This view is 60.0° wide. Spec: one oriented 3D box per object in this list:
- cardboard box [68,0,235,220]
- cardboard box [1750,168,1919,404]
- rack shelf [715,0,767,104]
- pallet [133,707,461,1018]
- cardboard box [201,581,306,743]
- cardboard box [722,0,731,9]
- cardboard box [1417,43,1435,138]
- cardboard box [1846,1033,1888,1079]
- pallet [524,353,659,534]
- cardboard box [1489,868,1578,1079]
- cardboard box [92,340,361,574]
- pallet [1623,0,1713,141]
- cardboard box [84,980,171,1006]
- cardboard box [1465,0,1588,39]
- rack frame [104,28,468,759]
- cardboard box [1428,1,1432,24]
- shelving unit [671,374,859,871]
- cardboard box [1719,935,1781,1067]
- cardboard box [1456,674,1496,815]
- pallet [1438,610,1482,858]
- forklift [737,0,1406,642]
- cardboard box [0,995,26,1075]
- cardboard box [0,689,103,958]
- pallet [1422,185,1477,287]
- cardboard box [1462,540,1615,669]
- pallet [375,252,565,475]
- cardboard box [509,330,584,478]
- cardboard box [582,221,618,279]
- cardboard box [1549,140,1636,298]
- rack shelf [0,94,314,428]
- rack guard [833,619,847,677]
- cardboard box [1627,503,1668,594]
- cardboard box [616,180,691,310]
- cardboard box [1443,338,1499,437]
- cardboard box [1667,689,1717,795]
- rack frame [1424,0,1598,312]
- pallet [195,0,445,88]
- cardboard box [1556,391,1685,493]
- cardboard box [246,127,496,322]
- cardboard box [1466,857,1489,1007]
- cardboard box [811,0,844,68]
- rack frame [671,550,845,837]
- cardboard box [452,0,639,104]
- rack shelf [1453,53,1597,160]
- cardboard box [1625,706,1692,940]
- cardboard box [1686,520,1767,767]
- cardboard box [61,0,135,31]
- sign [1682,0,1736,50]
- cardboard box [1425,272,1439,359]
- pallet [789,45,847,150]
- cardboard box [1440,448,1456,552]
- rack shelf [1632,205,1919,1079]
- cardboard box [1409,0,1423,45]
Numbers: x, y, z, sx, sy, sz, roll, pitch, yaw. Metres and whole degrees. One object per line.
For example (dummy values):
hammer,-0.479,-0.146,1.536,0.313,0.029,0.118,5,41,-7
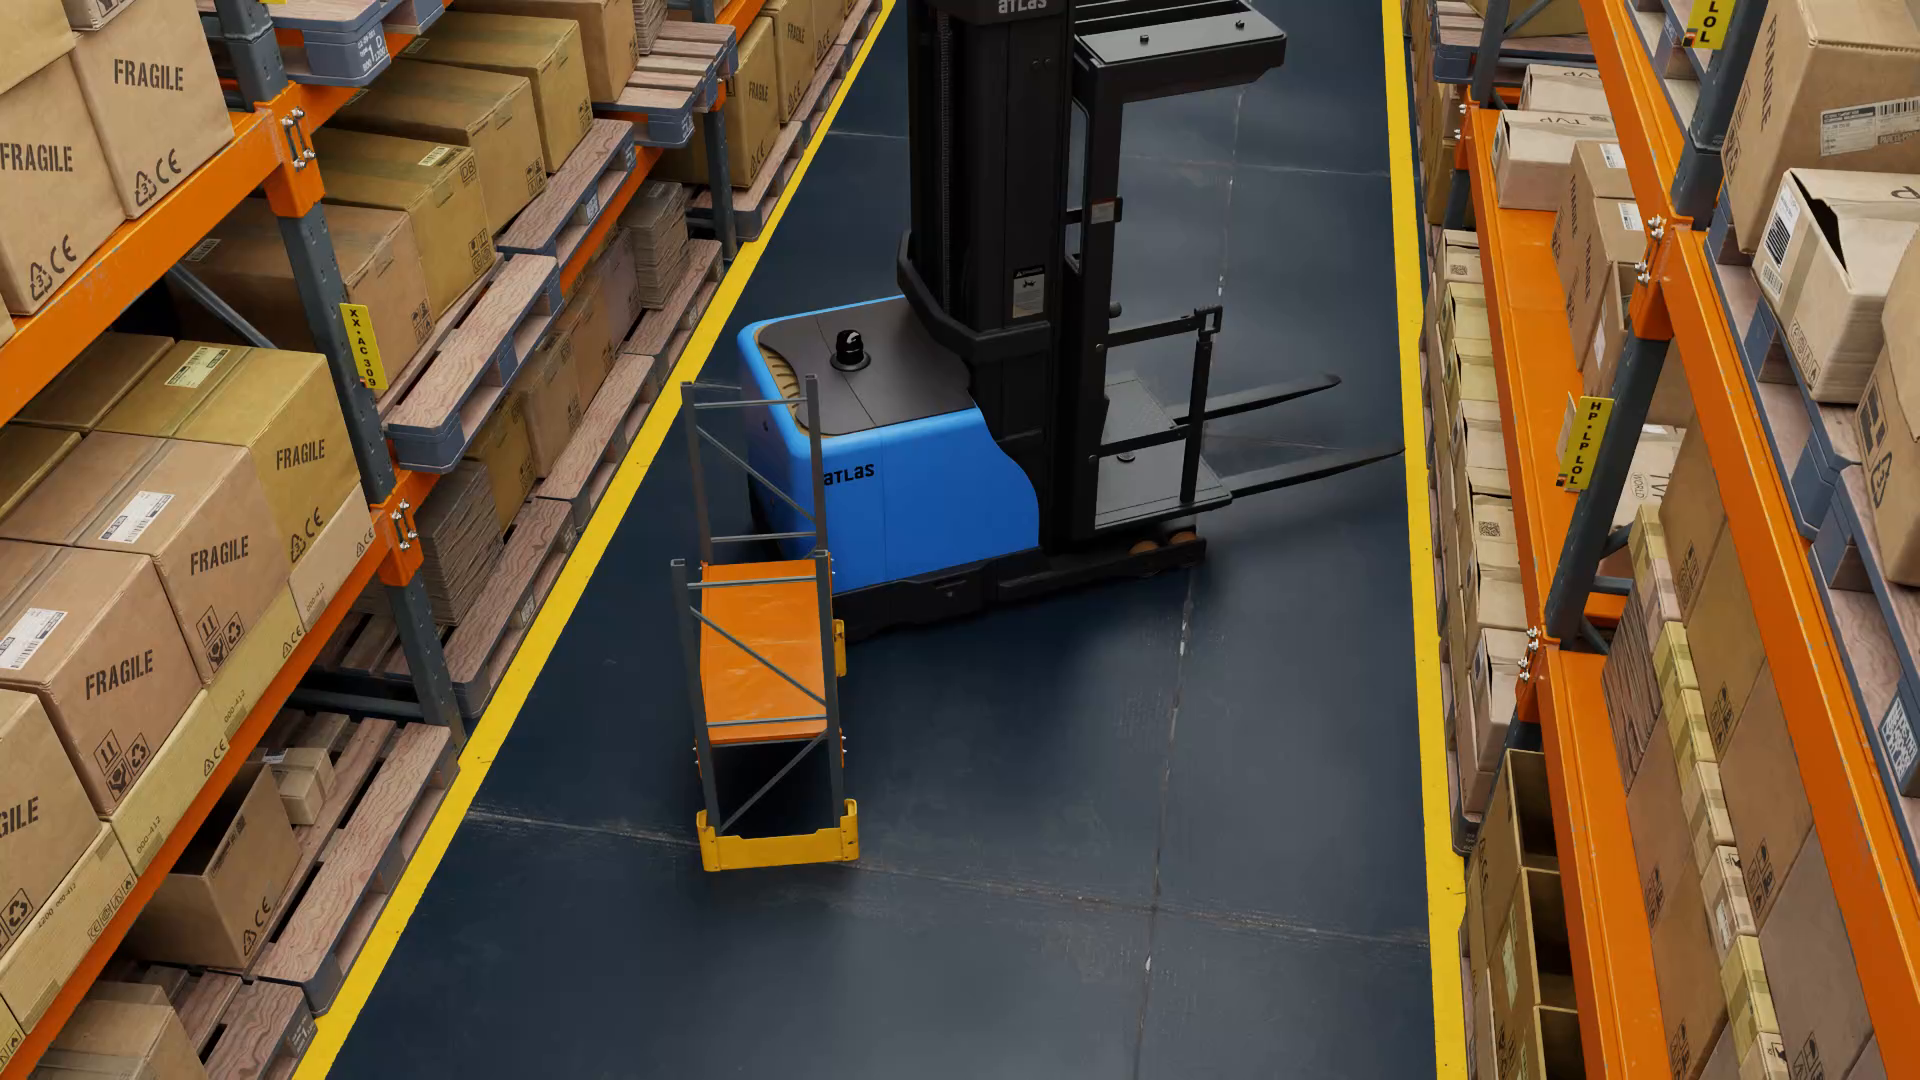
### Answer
cardboard box,-2.349,-1.214,4.416,0.500,0.500,0.500,7,40,9
cardboard box,1.935,-0.525,3.308,0.500,0.311,0.500,4,40,5
rack shelf,-1.466,-3.846,10.612,1.077,0.370,4.000,6,40,8
pallet,-2.586,1.143,6.202,1.003,0.211,1.213,6,40,8
cardboard box,-2.382,0.335,5.093,0.500,0.250,0.500,7,40,8
cardboard box,-1.475,-3.117,9.347,0.380,0.149,0.250,7,40,8
cardboard box,3.173,-2.798,10.396,0.500,0.500,0.500,5,40,6
cardboard box,1.958,1.186,2.864,0.700,0.500,0.500,7,40,8
pallet,-2.162,-0.539,8.237,1.003,0.211,1.213,6,40,8
cardboard box,1.908,1.367,4.983,0.500,0.500,0.500,6,40,8
cardboard box,-2.282,-0.265,5.231,0.500,0.500,0.500,6,40,8
pallet,2.515,-1.451,4.947,0.805,0.209,1.217,5,40,6
cardboard box,-2.801,1.573,5.385,0.380,0.149,0.250,3,40,4
cardboard box,3.065,-2.932,8.534,0.700,0.500,0.500,-6,40,-7
rack frame,-2.504,-0.357,5.828,1.000,3.000,0.127,6,40,8
cardboard box,3.263,-3.425,10.567,0.500,0.250,0.500,6,40,8
shelving unit,-0.726,0.307,6.202,0.587,1.500,1.083,-4,40,-4
cardboard box,1.873,1.018,3.577,0.380,0.149,0.250,6,40,7
cardboard box,2.162,0.792,6.266,0.500,0.250,0.500,6,40,7
pallet,2.464,0.794,6.623,1.003,0.211,1.213,6,40,8
forklift,0.593,-1.266,6.981,3.031,2.935,1.130,-13,41,-15
cardboard box,-2.630,1.285,3.943,0.500,0.250,0.500,6,40,7
cardboard box,-2.549,0.690,4.075,0.500,0.500,0.500,8,40,9
pallet,3.234,-1.714,9.657,1.003,0.211,1.213,6,40,8
cardboard box,2.247,0.255,6.475,0.500,0.311,0.500,7,40,9
pallet,-2.229,-0.747,6.450,1.003,0.211,1.213,6,40,8
cardboard box,-2.225,-0.673,7.826,0.700,0.500,0.500,7,40,8
cardboard box,-2.046,-1.554,8.304,0.500,0.250,0.500,7,40,9
cardboard box,2.793,-1.308,6.899,0.500,0.500,0.500,4,40,5
rack shelf,-2.850,0.019,3.583,1.077,0.370,4.000,6,40,8
rack guard,-0.776,0.473,6.982,0.587,0.250,0.087,-4,40,-4
cardboard box,2.138,0.045,4.754,0.380,0.149,0.250,6,40,8
cardboard box,-1.885,-1.616,8.967,0.700,0.500,0.500,7,40,8
cardboard box,2.514,-0.695,7.625,0.500,0.311,0.500,5,40,6
cardboard box,2.008,0.530,4.168,0.380,0.149,0.250,6,40,7
rack frame,3.067,-2.324,8.207,1.000,3.000,0.127,6,40,8
pallet,-2.293,-1.817,5.387,1.213,0.211,1.003,6,40,8
cardboard box,2.347,-0.334,5.905,0.396,0.266,0.258,5,40,7
cardboard box,-2.279,-1.231,6.461,0.700,0.500,0.500,10,41,12
cardboard box,1.996,1.342,5.601,0.500,0.250,0.500,6,40,8
cardboard box,-1.255,-3.731,11.266,0.750,0.750,0.750,8,40,9
rack frame,-0.674,0.635,5.805,0.500,1.500,0.032,-4,40,-4
cardboard box,-1.954,-2.426,7.906,0.700,0.500,0.500,3,40,3
rack shelf,3.414,-3.302,9.954,1.077,0.370,4.000,6,40,8
cardboard box,2.220,0.759,4.400,0.700,0.500,0.500,6,40,7
cardboard box,2.219,0.244,4.004,0.700,0.500,0.500,6,40,8
cardboard box,-2.324,-1.601,4.099,0.500,0.500,0.500,3,40,4
sign,1.839,-1.344,4.015,0.100,0.325,0.005,6,40,8
cardboard box,2.688,-1.130,8.591,0.500,0.250,0.500,6,40,8
pallet,-1.388,-3.043,11.265,1.003,0.211,1.213,6,40,8
cardboard box,2.428,-0.165,7.424,0.500,0.250,0.500,7,40,9
rack shelf,2.029,0.563,2.926,1.077,0.370,4.000,6,40,8
cardboard box,3.436,-3.764,11.565,0.500,0.500,0.500,5,40,6
